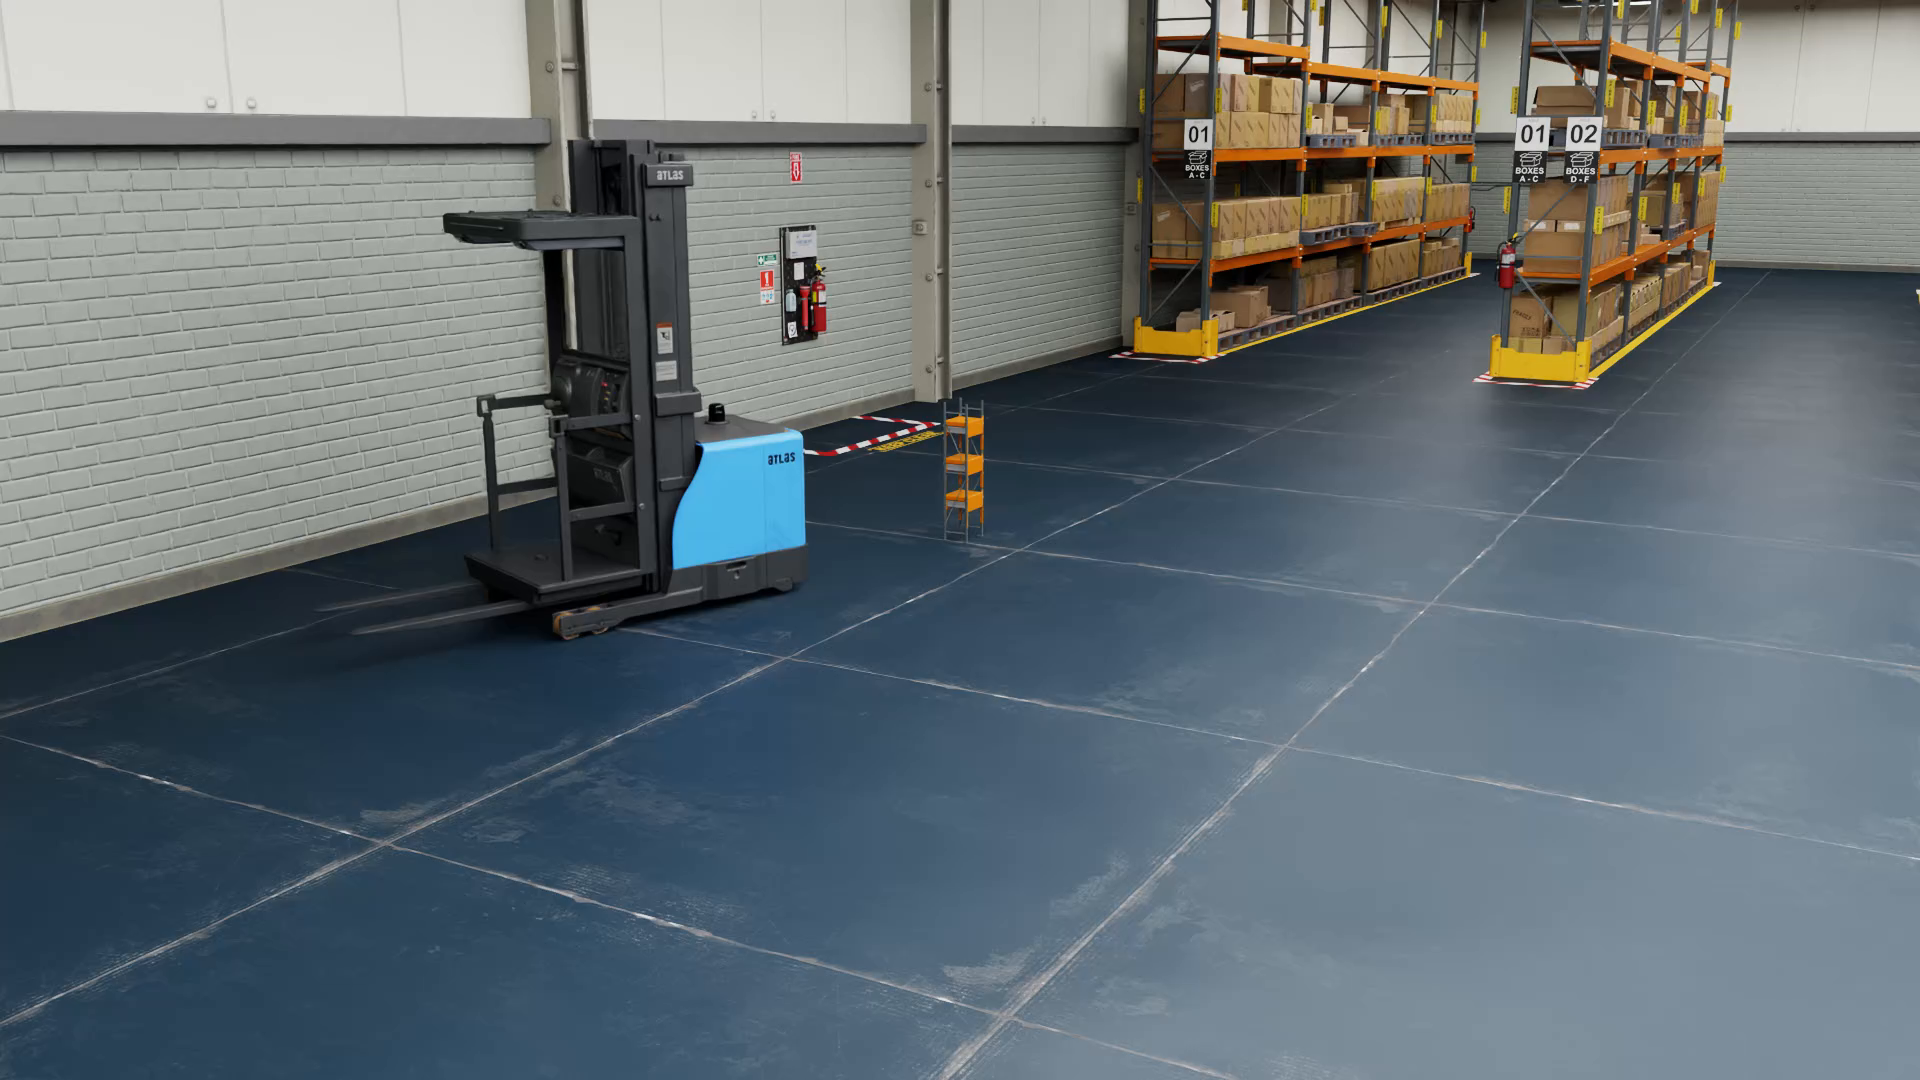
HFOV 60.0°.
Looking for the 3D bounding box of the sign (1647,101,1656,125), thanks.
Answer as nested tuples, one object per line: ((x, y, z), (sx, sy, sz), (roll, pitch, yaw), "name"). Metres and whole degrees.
((9.757, -6.026, 23.459), (0.100, 0.325, 0.005), (7, 15, 28), "sign")

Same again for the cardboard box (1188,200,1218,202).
((3.538, -4.712, 24.354), (0.500, 0.500, 0.500), (7, 15, 27), "cardboard box")

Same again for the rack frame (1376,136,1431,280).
((8.799, -6.543, 33.272), (1.000, 3.000, 0.127), (7, 15, 28), "rack frame")

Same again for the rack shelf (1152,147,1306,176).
((3.965, -5.600, 24.495), (1.077, 0.370, 4.000), (7, 15, 28), "rack shelf")

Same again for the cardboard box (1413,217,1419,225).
((8.782, -6.274, 32.653), (0.380, 0.149, 0.250), (8, 16, 29), "cardboard box")

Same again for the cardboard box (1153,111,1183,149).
((2.978, -5.712, 23.169), (0.500, 0.500, 0.500), (9, 16, 32), "cardboard box")

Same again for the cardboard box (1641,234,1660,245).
((11.011, -4.824, 26.678), (0.380, 0.149, 0.250), (7, 15, 28), "cardboard box")

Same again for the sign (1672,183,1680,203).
((11.691, -5.662, 27.150), (0.100, 0.325, 0.005), (7, 15, 28), "sign")

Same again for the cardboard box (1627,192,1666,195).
((12.436, -6.015, 29.974), (0.700, 0.500, 0.500), (10, 17, 37), "cardboard box")

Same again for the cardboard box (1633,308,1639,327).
((9.930, -3.368, 25.074), (0.500, 0.250, 0.500), (8, 16, 29), "cardboard box")

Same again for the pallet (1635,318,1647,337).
((10.181, -3.392, 26.154), (1.003, 0.211, 1.213), (7, 15, 28), "pallet")

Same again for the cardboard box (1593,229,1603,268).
((8.068, -3.873, 21.984), (0.700, 0.500, 0.500), (7, 15, 28), "cardboard box")

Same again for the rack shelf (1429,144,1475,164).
((9.766, -8.062, 34.707), (1.077, 0.370, 4.000), (7, 15, 28), "rack shelf")

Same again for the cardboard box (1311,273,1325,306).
((5.761, -4.265, 28.219), (0.700, 0.500, 0.500), (8, 15, 29), "cardboard box")

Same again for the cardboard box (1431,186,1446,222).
((9.433, -6.947, 34.310), (0.980, 0.700, 0.700), (7, 15, 27), "cardboard box")

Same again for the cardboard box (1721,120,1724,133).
((15.046, -8.297, 33.402), (0.500, 0.250, 0.500), (7, 15, 28), "cardboard box")

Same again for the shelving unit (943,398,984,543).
((0.026, -0.521, 12.456), (0.215, 1.050, 0.252), (7, 15, 28), "shelving unit")

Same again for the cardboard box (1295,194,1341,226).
((6.064, -5.629, 28.330), (0.700, 0.500, 0.500), (7, 15, 28), "cardboard box")

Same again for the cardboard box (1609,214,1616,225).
((8.711, -4.365, 22.640), (0.380, 0.149, 0.250), (8, 16, 30), "cardboard box")

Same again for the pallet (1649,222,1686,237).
((12.140, -5.468, 29.223), (1.003, 0.211, 1.213), (7, 15, 28), "pallet")

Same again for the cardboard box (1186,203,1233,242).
((3.492, -4.446, 23.253), (0.500, 0.500, 0.500), (7, 15, 28), "cardboard box")

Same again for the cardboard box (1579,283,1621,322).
((8.985, -3.352, 23.407), (0.500, 0.500, 0.500), (7, 15, 28), "cardboard box")

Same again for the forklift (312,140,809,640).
((-2.472, -0.962, 10.271), (3.031, 2.935, 1.130), (-11, 17, -39), "forklift")

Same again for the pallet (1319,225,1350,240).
((5.944, -5.218, 28.187), (1.003, 0.211, 1.213), (7, 15, 28), "pallet")

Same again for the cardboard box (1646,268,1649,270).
((11.949, -4.593, 29.581), (0.500, 0.500, 0.500), (7, 15, 26), "cardboard box")

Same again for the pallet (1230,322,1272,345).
((4.049, -3.153, 25.161), (1.003, 0.211, 1.213), (7, 15, 28), "pallet")

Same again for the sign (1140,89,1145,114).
((2.522, -6.036, 22.883), (0.100, 0.325, 0.005), (7, 15, 28), "sign")

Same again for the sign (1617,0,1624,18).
((10.724, -8.630, 26.968), (0.100, 0.325, 0.005), (7, 15, 28), "sign")

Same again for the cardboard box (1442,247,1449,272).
((9.998, -5.992, 35.423), (0.700, 0.500, 0.500), (7, 15, 26), "cardboard box")

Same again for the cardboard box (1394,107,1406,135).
((8.065, -7.974, 31.656), (0.700, 0.500, 0.500), (7, 15, 27), "cardboard box")

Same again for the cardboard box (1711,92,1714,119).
((13.941, -8.269, 31.686), (0.700, 0.500, 0.500), (7, 15, 28), "cardboard box")

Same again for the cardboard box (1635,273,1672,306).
((11.674, -4.221, 28.038), (0.500, 0.500, 0.500), (8, 16, 30), "cardboard box")

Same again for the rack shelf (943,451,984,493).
((0.026, -0.511, 12.459), (0.215, 0.259, 0.240), (7, 15, 28), "rack shelf")

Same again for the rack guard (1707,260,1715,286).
((15.034, -5.572, 34.580), (1.175, 0.500, 0.348), (7, 15, 28), "rack guard")

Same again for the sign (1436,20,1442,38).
((9.280, -9.893, 32.206), (0.100, 0.325, 0.005), (7, 15, 28), "sign")

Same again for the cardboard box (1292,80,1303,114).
((4.927, -6.771, 25.428), (0.500, 0.500, 0.500), (6, 15, 23), "cardboard box")

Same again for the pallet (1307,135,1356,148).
((5.822, -6.596, 27.494), (1.213, 0.211, 1.003), (7, 15, 28), "pallet")

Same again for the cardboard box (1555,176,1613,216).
((8.333, -4.620, 22.314), (0.700, 0.500, 0.500), (7, 15, 28), "cardboard box")

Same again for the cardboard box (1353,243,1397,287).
((7.765, -5.196, 31.378), (0.750, 0.750, 0.750), (7, 15, 28), "cardboard box")

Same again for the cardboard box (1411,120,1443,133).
((9.364, -8.293, 33.342), (0.500, 0.250, 0.500), (7, 15, 28), "cardboard box")

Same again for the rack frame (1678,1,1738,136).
((15.071, -9.719, 33.649), (1.000, 3.000, 0.127), (7, 15, 28), "rack frame")

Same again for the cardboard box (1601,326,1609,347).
((8.517, -2.780, 22.636), (0.500, 0.250, 0.500), (7, 15, 28), "cardboard box")

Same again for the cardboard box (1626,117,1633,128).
((8.926, -5.671, 22.597), (0.380, 0.149, 0.250), (7, 15, 28), "cardboard box")

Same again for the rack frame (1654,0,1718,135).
((13.137, -8.899, 30.244), (1.000, 3.000, 0.127), (7, 15, 28), "rack frame")

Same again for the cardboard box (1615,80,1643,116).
((9.603, -6.417, 24.175), (0.500, 0.500, 0.500), (8, 15, 29), "cardboard box")

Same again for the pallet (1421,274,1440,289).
((9.235, -5.334, 34.210), (1.003, 0.211, 1.213), (7, 15, 28), "pallet")

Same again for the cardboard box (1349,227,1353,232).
((7.227, -5.651, 30.067), (0.380, 0.149, 0.250), (7, 15, 27), "cardboard box")

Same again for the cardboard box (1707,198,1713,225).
((14.599, -6.520, 32.966), (0.500, 0.500, 0.500), (8, 15, 28), "cardboard box")

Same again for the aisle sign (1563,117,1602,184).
((7.573, -4.736, 20.231), (0.394, 0.787, 0.004), (7, 15, 28), "aisle sign")

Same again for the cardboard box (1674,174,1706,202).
((13.611, -6.582, 31.087), (0.500, 0.500, 0.500), (8, 16, 29), "cardboard box")

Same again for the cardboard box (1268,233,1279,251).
((4.490, -4.501, 25.079), (0.500, 0.250, 0.500), (7, 15, 28), "cardboard box")

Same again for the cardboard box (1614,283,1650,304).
((10.430, -3.853, 25.890), (0.500, 0.311, 0.500), (8, 16, 30), "cardboard box")
